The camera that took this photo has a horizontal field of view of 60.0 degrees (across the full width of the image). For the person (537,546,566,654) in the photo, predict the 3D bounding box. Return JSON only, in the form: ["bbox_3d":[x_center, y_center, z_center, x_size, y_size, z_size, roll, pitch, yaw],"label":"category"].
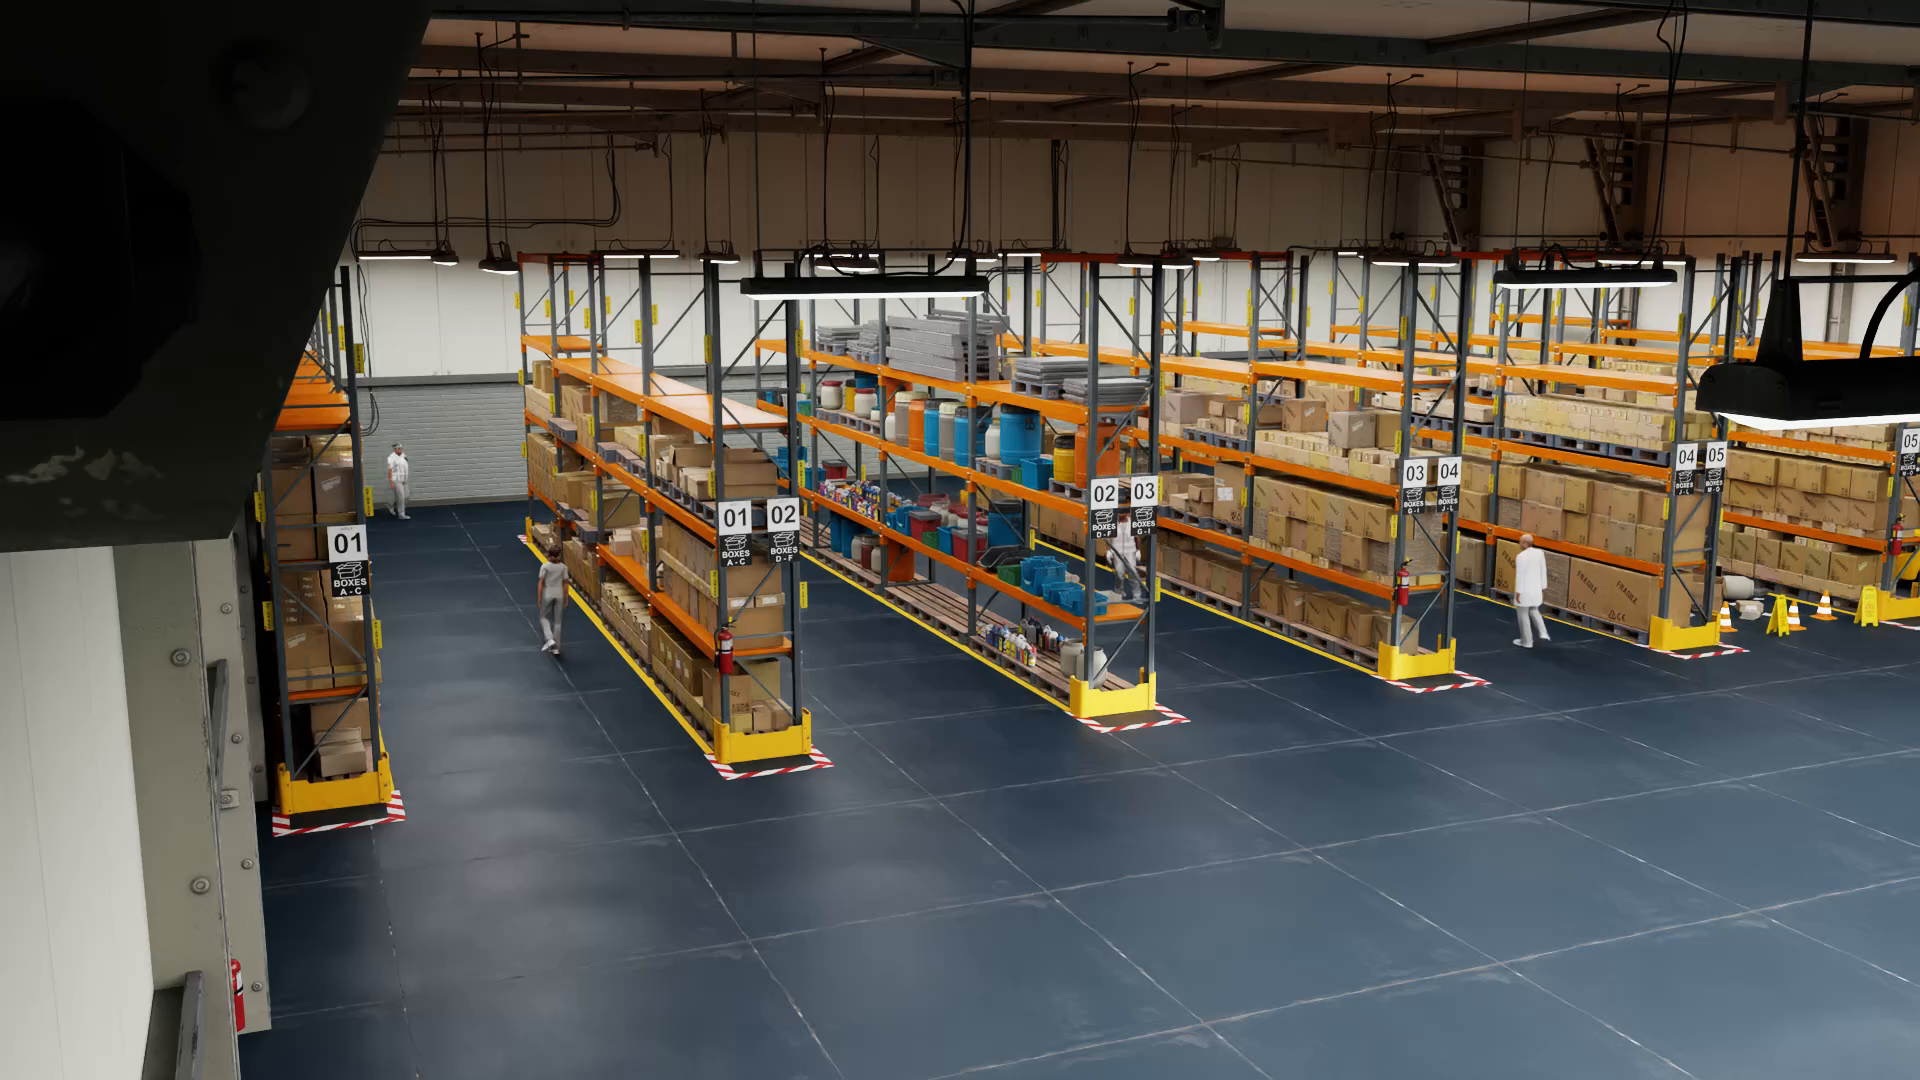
[{"bbox_3d":[-6.249,0.904,25.450,0.573,1.683,0.440,2,11,11],"label":"person"}]

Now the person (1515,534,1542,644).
[{"bbox_3d":[8.821,0.739,25.860,0.558,1.709,0.457,-8,13,-37],"label":"person"}]

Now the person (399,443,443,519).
[{"bbox_3d":[-12.162,-1.322,37.337,1.002,1.709,0.578,3,11,16],"label":"person"}]

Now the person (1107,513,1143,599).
[{"bbox_3d":[2.768,0.111,28.069,0.667,1.771,0.487,7,12,32],"label":"person"}]
